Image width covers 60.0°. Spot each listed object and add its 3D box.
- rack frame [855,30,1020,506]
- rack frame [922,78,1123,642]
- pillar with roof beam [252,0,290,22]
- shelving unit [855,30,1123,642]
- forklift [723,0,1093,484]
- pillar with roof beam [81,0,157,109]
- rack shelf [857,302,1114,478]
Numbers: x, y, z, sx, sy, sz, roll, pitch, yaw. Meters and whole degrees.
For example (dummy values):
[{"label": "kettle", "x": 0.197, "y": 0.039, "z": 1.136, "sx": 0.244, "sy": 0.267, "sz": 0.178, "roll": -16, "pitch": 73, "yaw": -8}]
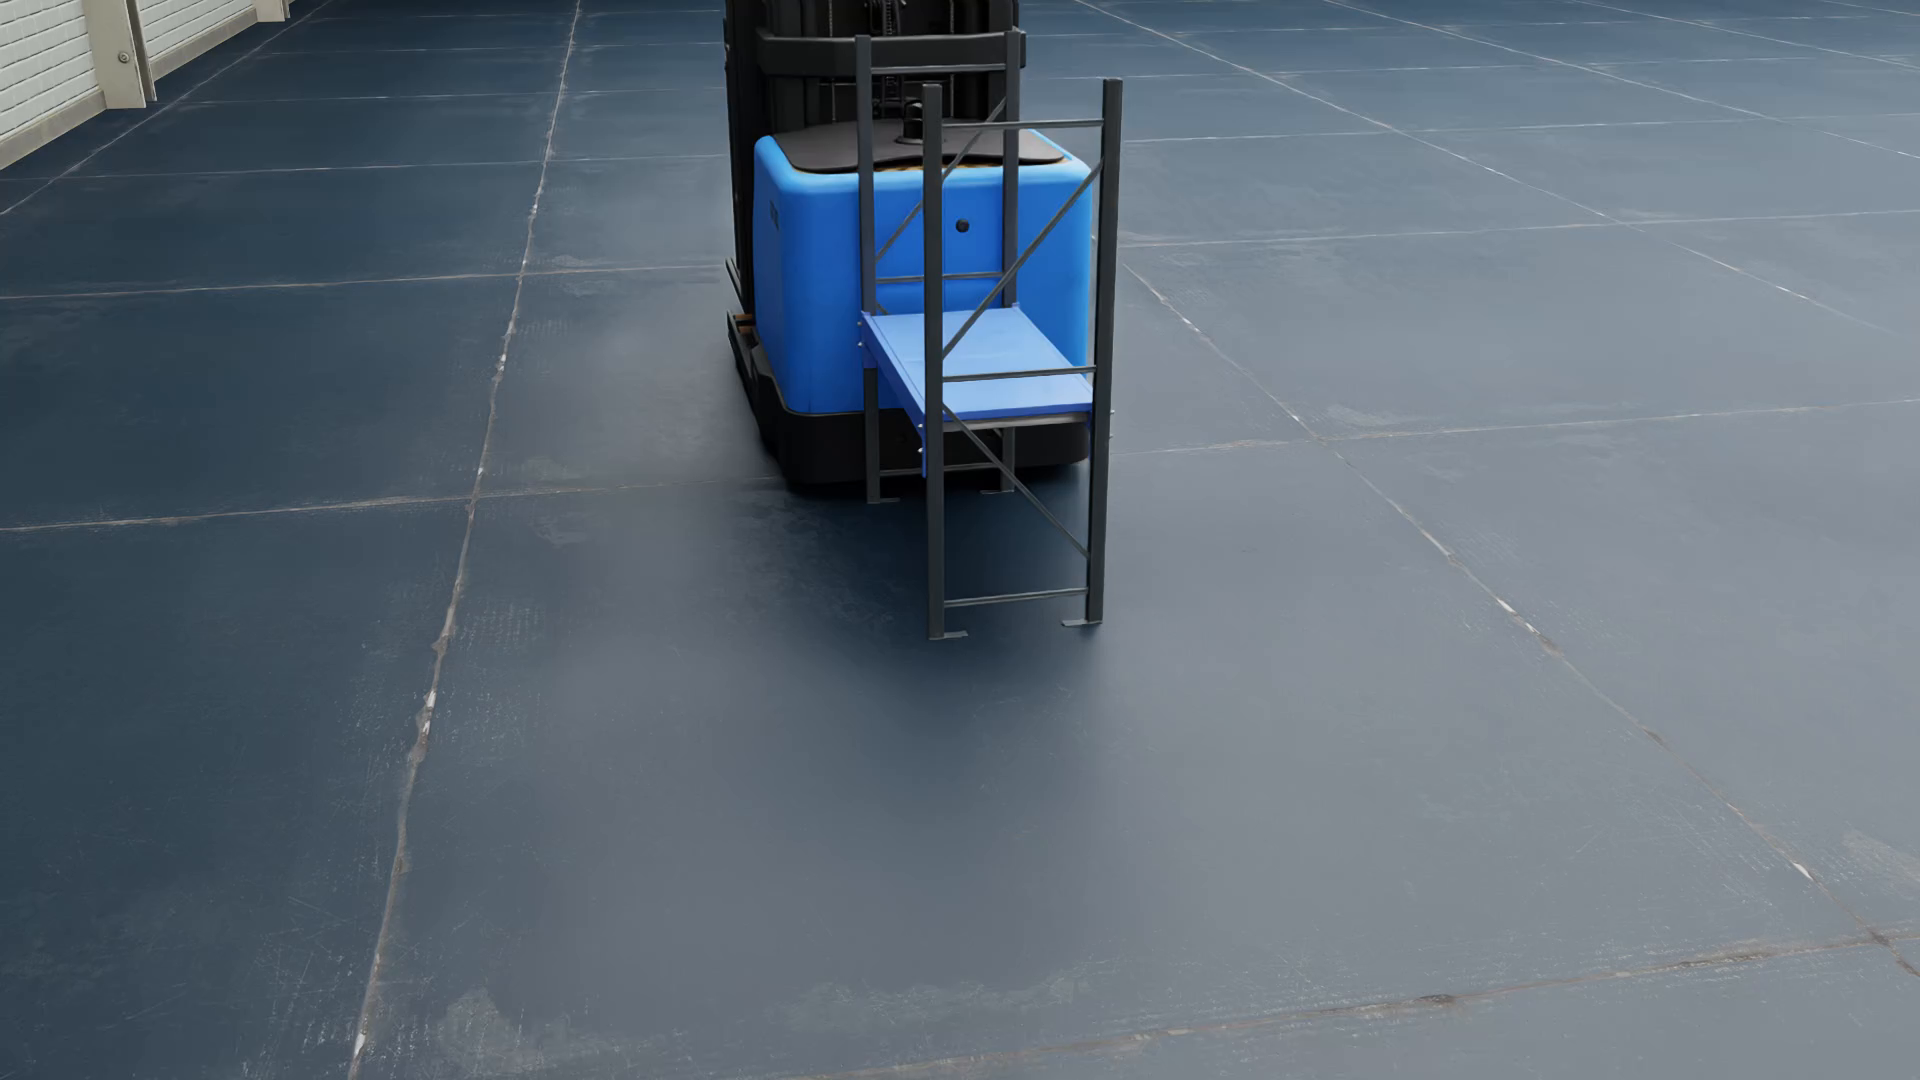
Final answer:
[{"label": "rack frame", "x": -0.065, "y": -0.829, "z": 5.275, "sx": 0.500, "sy": 1.500, "sz": 0.032, "roll": -5, "pitch": 24, "yaw": -11}, {"label": "rack frame", "x": 0.155, "y": -0.432, "z": 4.365, "sx": 0.500, "sy": 1.500, "sz": 0.032, "roll": -5, "pitch": 24, "yaw": -11}, {"label": "pillar with roof beam", "x": -3.428, "y": -10.240, "z": 17.453, "sx": 9.100, "sy": 9.000, "sz": 0.400, "roll": -4, "pitch": 24, "yaw": -10}, {"label": "shelving unit", "x": 0.045, "y": -0.631, "z": 4.820, "sx": 0.538, "sy": 1.500, "sz": 1.048, "roll": -5, "pitch": 24, "yaw": -11}, {"label": "forklift", "x": -0.374, "y": -2.091, "z": 6.376, "sx": 1.130, "sy": 2.935, "sz": 3.031, "roll": -5, "pitch": 24, "yaw": -11}, {"label": "pillar with roof beam", "x": -2.318, "y": -7.880, "z": 12.049, "sx": 9.100, "sy": 9.000, "sz": 0.400, "roll": -4, "pitch": 24, "yaw": -10}, {"label": "rack shelf", "x": 0.045, "y": -0.466, "z": 4.892, "sx": 0.538, "sy": 0.185, "sz": 1.000, "roll": -5, "pitch": 24, "yaw": -11}]
